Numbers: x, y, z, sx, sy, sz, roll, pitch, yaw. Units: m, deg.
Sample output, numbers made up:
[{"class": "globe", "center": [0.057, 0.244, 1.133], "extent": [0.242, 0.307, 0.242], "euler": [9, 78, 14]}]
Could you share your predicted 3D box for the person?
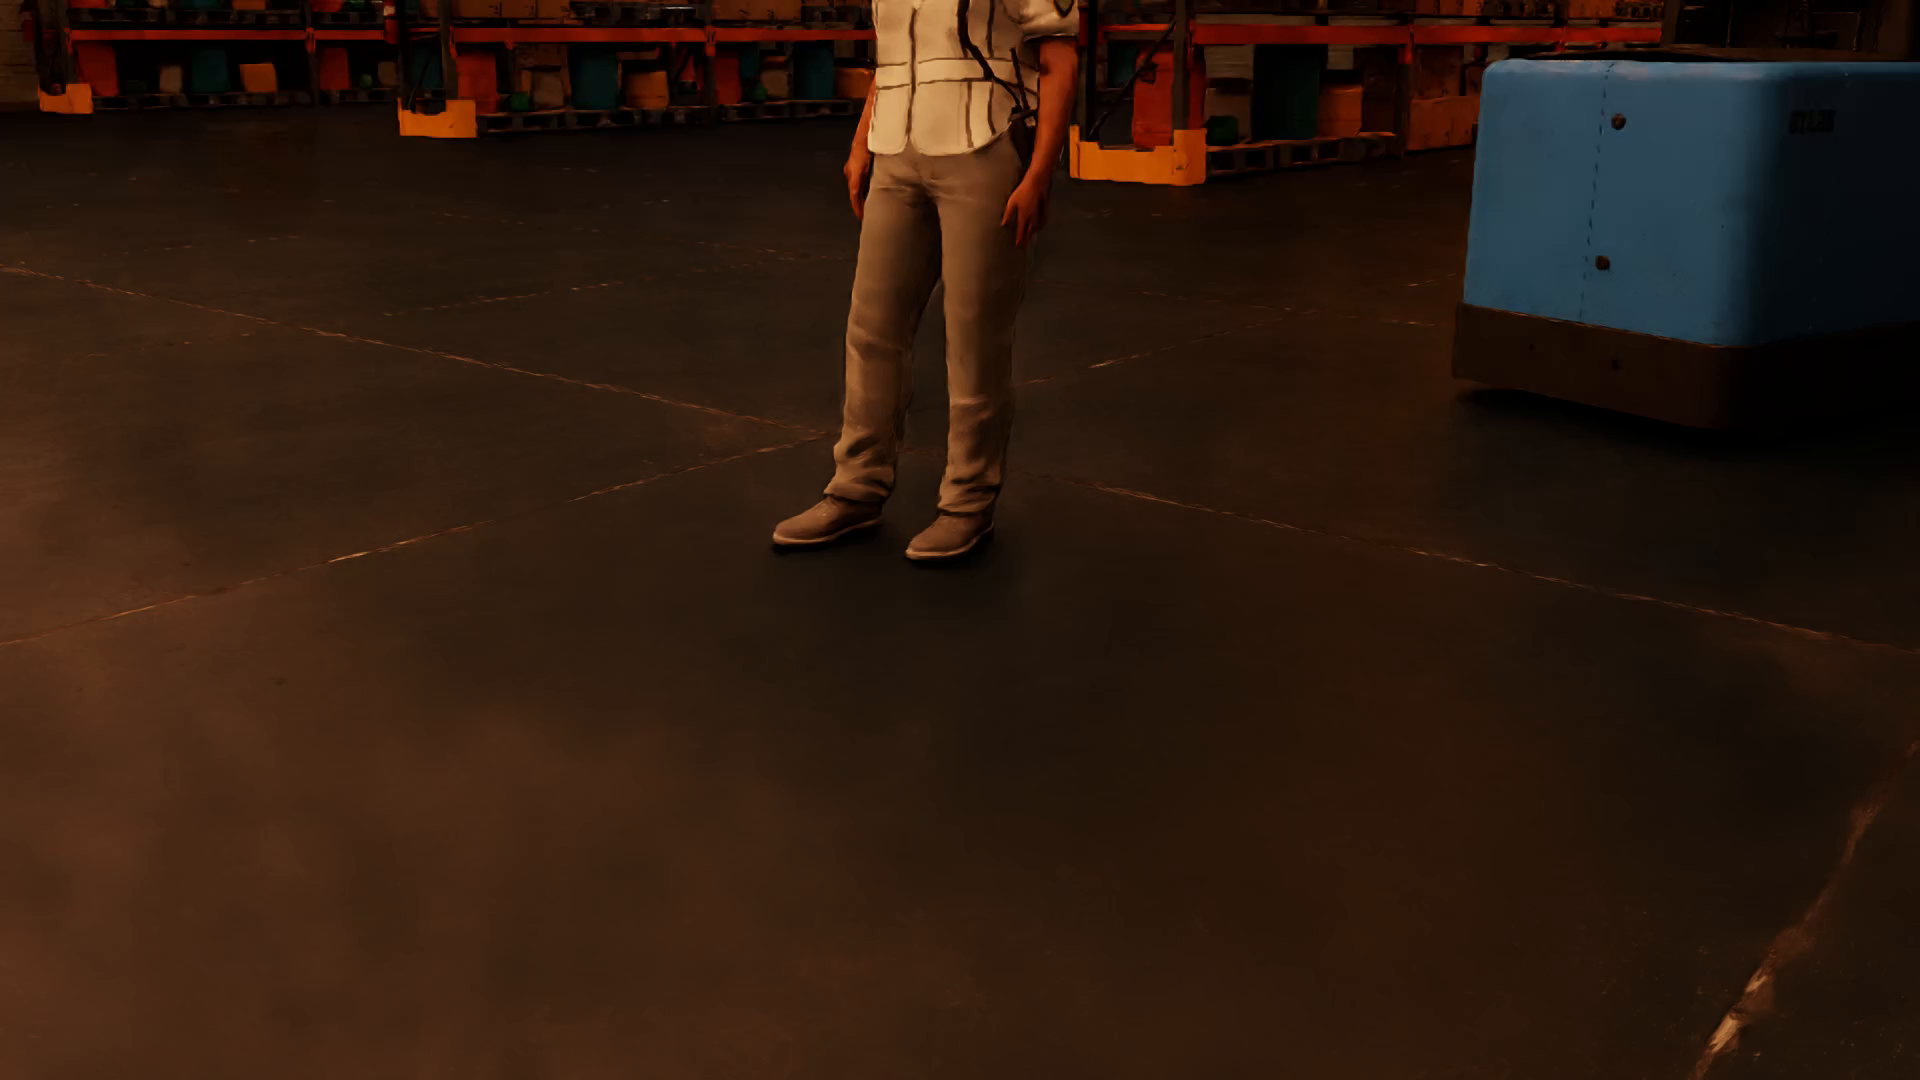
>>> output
[{"class": "person", "center": [-0.066, -0.792, 3.655], "extent": [0.599, 1.670, 0.529], "euler": [13, 21, 37]}]

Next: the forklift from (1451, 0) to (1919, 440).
[{"class": "forklift", "center": [3.144, -1.994, 5.463], "extent": [3.031, 2.935, 1.130], "euler": [-10, 20, -31]}]
